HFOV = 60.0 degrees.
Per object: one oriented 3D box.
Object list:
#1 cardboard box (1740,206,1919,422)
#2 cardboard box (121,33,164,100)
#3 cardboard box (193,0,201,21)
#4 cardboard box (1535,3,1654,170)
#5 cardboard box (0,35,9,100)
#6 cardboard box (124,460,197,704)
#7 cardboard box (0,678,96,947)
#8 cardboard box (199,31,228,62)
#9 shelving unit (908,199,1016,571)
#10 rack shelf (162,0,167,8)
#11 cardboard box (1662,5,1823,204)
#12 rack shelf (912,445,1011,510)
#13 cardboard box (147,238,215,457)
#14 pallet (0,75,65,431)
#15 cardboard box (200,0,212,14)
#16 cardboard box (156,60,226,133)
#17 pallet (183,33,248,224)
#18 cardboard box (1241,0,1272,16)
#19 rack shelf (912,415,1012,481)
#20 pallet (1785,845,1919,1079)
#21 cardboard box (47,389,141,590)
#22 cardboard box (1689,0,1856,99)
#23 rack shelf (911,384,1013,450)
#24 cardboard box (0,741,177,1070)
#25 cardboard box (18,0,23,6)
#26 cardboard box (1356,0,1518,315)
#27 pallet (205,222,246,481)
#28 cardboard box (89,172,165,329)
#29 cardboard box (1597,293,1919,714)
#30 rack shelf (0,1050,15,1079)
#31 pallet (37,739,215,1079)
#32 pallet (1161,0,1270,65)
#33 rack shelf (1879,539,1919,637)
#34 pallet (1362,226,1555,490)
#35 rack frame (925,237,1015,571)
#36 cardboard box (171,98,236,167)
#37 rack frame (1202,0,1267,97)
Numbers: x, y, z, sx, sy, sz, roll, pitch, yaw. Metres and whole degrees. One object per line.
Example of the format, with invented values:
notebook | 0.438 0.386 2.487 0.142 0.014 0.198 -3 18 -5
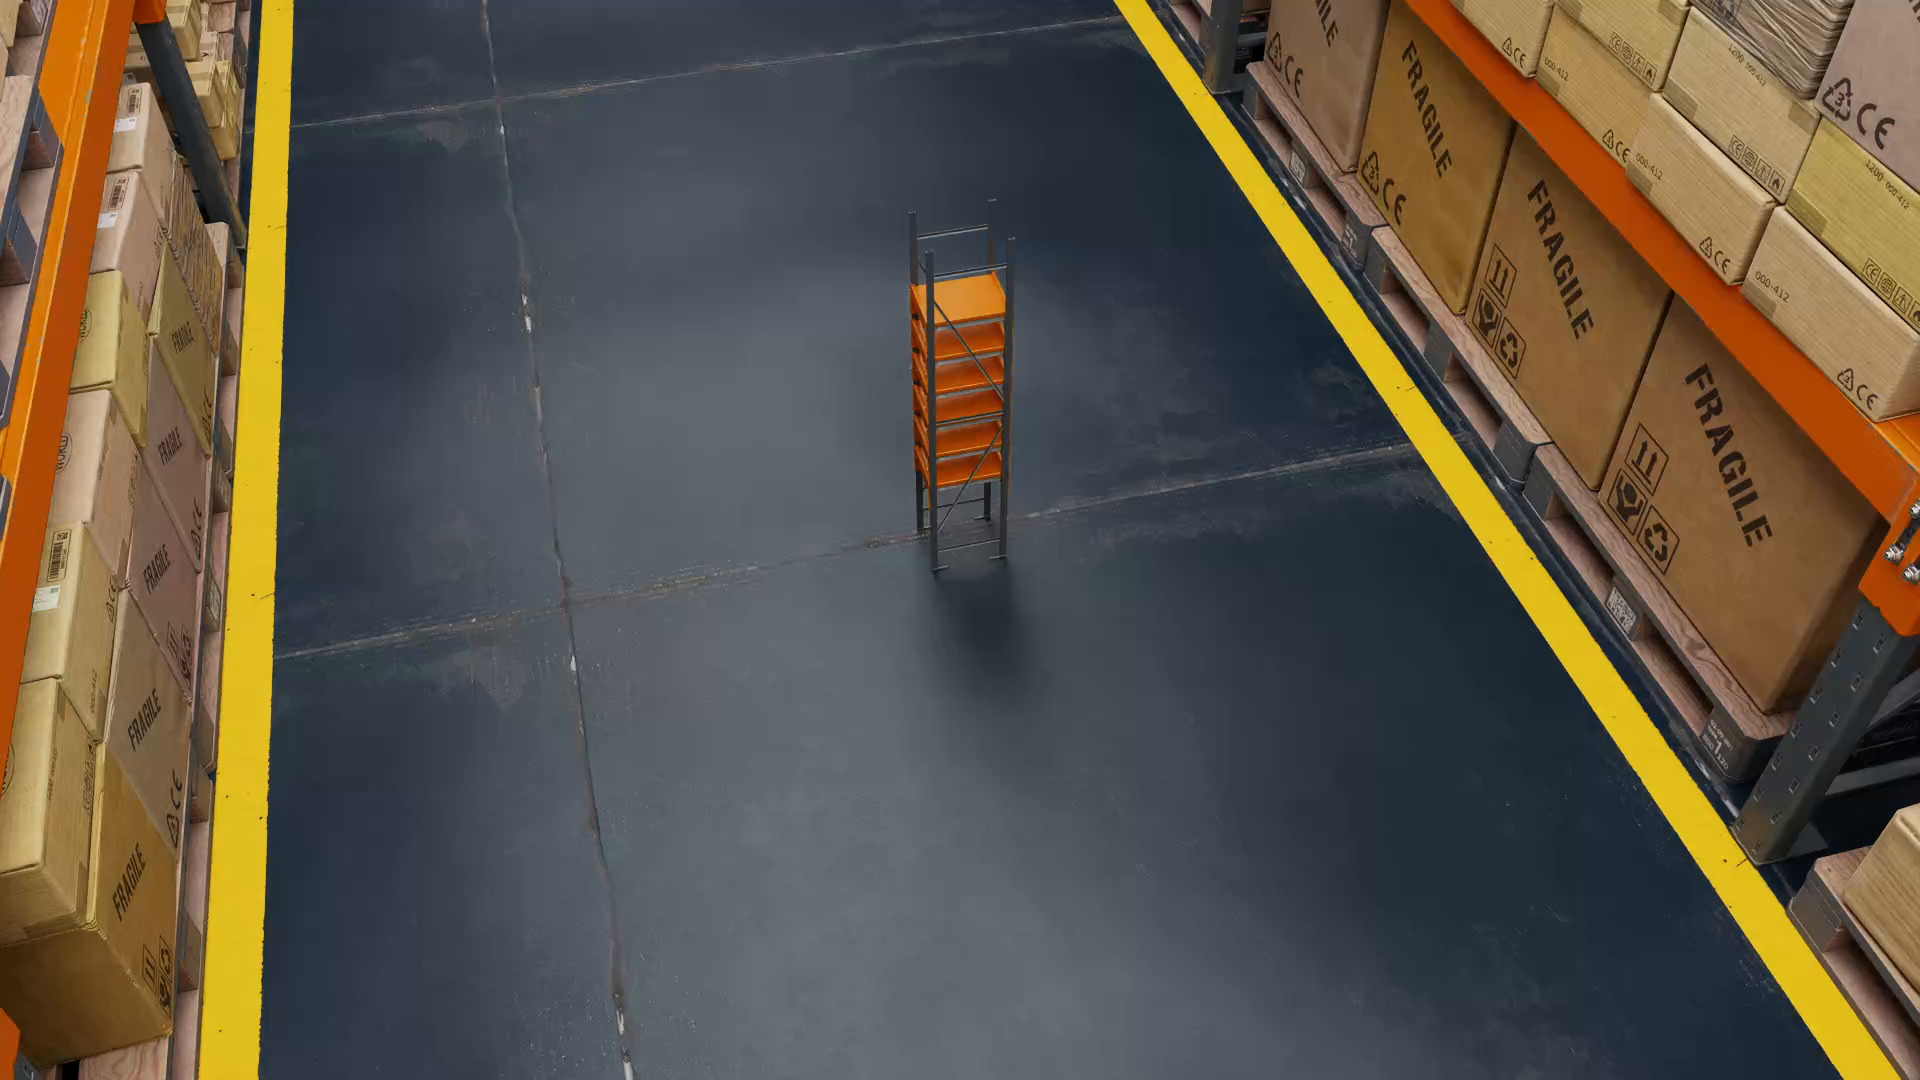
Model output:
cardboard box | 2.188 -0.565 3.808 0.500 0.250 0.500 -12 47 -12
cardboard box | -3.103 -1.735 6.136 0.380 0.149 0.250 -9 46 -9
cardboard box | -3.314 -2.171 6.771 0.380 0.149 0.250 -13 47 -12
cardboard box | 1.928 -1.265 4.494 0.500 0.250 0.500 -11 47 -11
cardboard box | -2.653 -1.207 4.215 0.380 0.149 0.250 -13 47 -12
cardboard box | -2.394 0.152 4.457 0.500 0.500 0.500 -12 47 -11
cardboard box | -2.134 0.605 3.488 0.500 0.250 0.500 -13 47 -12
cardboard box | -3.180 -1.907 6.721 0.380 0.149 0.250 -11 47 -11
shelving unit | 0.004 -0.410 4.812 0.258 1.200 0.189 -11 47 -10
rack shelf | -3.727 -3.231 6.820 1.077 0.370 4.000 -11 47 -10
cardboard box | 2.064 -1.079 3.962 0.500 0.250 0.500 -12 47 -11
rack shelf | 0.004 -0.211 5.015 0.258 0.103 0.180 -11 47 -10
cardboard box | -2.651 -0.555 5.150 0.500 0.500 0.500 -12 47 -11
pallet | -2.738 -0.633 3.904 1.003 0.211 1.213 -11 47 -10
cardboard box | -3.396 -2.253 7.060 0.380 0.149 0.250 -13 47 -12
cardboard box | -2.999 -1.664 6.275 0.380 0.149 0.250 -9 46 -8
pallet | -3.421 -1.583 6.654 1.003 0.211 1.213 -11 47 -10
cardboard box | 1.487 -2.780 7.374 0.875 0.438 0.875 -11 47 -11
rack shelf | 0.004 -0.295 4.929 0.258 0.103 0.180 -11 47 -10
pallet | 2.767 1.200 3.926 1.003 0.211 1.213 -11 47 -10
cardboard box | -2.378 -0.090 4.169 0.500 0.250 0.500 -10 46 -10
cardboard box | 2.044 -1.362 3.715 0.500 0.500 0.500 -10 46 -10
rack shelf | 0.004 -0.379 4.843 0.258 0.103 0.180 -11 47 -10
cardboard box | -2.126 0.852 3.771 0.500 0.500 0.500 -13 47 -12
cardboard box | -2.793 -1.572 4.572 0.380 0.149 0.250 -11 47 -10
cardboard box | 2.019 -1.445 5.759 0.875 0.875 0.875 -9 46 -9
pallet | -3.014 -0.589 5.679 1.003 0.211 1.213 -11 47 -10
cardboard box | -2.661 -0.811 4.876 0.500 0.250 0.500 -9 46 -8
cardboard box | 2.471 -0.211 4.550 0.875 0.875 0.875 -11 47 -11
rack shelf | -1.679 2.292 1.407 1.077 0.370 4.000 -11 47 -10
pallet | -2.390 1.096 4.028 1.003 0.211 1.213 -11 47 -10
pallet | 1.425 -2.640 7.690 1.003 0.211 1.213 -11 47 -10
rack shelf | 3.080 1.317 2.363 1.077 0.370 4.000 -11 47 -10
pallet | 2.130 -0.738 5.826 1.003 0.211 1.213 -11 47 -10
rack frame | 0.027 -0.347 4.750 0.240 1.200 0.006 -11 47 -10
cardboard box | -2.998 -1.561 6.382 0.380 0.149 0.250 -13 47 -12
rack frame | 1.544 -3.077 6.165 1.000 3.000 0.127 -11 47 -10
